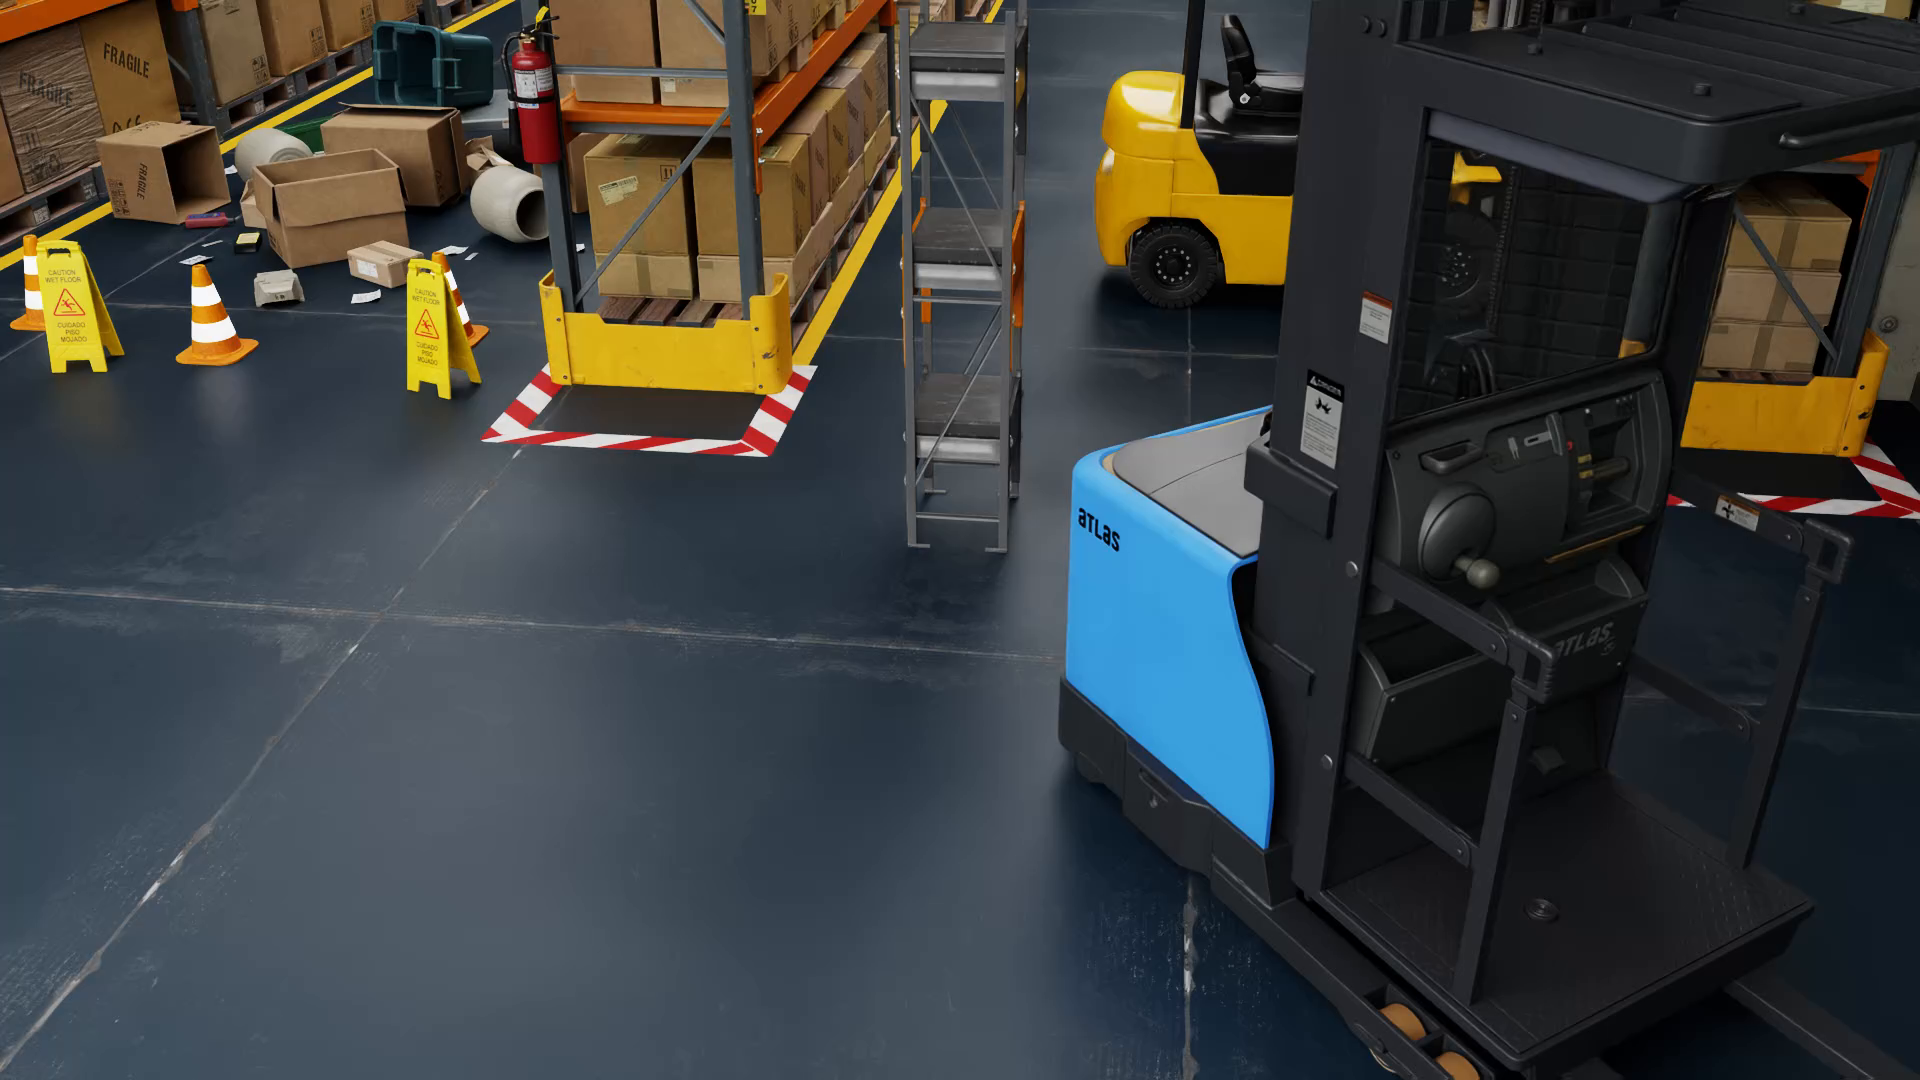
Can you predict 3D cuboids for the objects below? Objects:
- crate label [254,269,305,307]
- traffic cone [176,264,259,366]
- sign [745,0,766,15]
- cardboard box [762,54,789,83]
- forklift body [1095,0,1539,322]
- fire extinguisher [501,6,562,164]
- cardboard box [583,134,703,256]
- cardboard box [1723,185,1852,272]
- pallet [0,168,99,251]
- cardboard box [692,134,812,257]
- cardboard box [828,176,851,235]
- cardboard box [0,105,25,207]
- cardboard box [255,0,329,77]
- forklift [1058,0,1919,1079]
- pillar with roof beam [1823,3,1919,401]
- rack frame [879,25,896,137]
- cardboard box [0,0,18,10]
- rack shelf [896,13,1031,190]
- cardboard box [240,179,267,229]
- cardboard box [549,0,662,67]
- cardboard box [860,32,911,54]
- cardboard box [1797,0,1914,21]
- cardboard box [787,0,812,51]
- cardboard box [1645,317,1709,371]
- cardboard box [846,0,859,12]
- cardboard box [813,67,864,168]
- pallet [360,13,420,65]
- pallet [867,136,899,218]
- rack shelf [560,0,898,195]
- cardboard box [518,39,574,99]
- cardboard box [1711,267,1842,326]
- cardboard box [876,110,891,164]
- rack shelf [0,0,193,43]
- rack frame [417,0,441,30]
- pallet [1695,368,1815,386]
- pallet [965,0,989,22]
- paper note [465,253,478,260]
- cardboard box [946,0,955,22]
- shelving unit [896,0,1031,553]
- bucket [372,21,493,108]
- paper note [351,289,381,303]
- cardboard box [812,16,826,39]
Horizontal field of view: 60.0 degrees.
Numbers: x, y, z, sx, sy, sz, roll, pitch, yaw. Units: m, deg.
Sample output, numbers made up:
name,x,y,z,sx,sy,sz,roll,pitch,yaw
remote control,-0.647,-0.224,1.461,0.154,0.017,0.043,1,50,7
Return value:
name,x,y,z,sx,sy,sz,roll,pitch,yaw
crate label,-3.774,-1.396,9.196,0.250,0.136,0.298,-11,30,-20
traffic cone,-3.808,-1.165,8.425,0.336,0.463,0.334,3,28,6
sign,-0.899,-2.450,7.222,0.100,0.325,0.005,3,28,6
cardboard box,-1.061,-2.378,8.265,0.380,0.149,0.250,2,28,5
forklift body,1.911,-2.439,9.009,2.313,2.155,1.214,3,28,6
fire extinguisher,-1.909,-2.039,7.454,0.296,0.674,0.183,3,28,6
cardboard box,-1.598,-1.797,8.589,0.500,0.500,0.500,4,29,7
cardboard box,3.736,-1.444,7.669,0.500,0.250,0.500,3,28,5
pallet,-6.190,-2.066,10.363,1.003,0.211,1.213,3,28,6
cardboard box,-1.062,-1.780,8.557,0.500,0.500,0.500,2,28,4
cardboard box,-0.940,-1.936,9.637,0.500,0.250,0.500,5,29,10
cardboard box,-6.239,-2.327,9.705,0.875,0.875,0.875,3,28,5
cardboard box,-5.764,-4.169,13.255,1.050,0.750,0.750,3,28,6
forklift,1.498,-0.109,3.863,1.130,2.935,3.031,-16,32,-26
pillar with roof beam,0.196,-4.980,6.507,9.100,9.000,0.400,3,28,6
rack frame,-0.947,-3.983,10.981,1.000,3.000,0.127,3,28,6
cardboard box,-6.099,-3.352,9.652,0.875,0.550,0.500,3,28,6
rack shelf,0.020,-1.607,6.071,0.431,0.518,0.480,3,28,6
cardboard box,-4.255,-2.104,10.375,0.396,0.266,0.258,8,29,15
cardboard box,-1.645,-2.547,7.896,0.500,0.500,0.500,3,28,5
cardboard box,-0.801,-3.597,12.592,0.950,0.372,0.625,5,29,9
cardboard box,3.788,-2.288,7.045,0.380,0.149,0.250,3,28,5
cardboard box,-1.044,-2.726,8.229,0.500,0.500,0.500,4,29,8
cardboard box,3.233,-1.028,7.951,0.500,0.250,0.500,4,29,7
cardboard box,-0.806,-3.225,9.839,0.380,0.149,0.250,3,28,5
cardboard box,-0.876,-2.514,9.919,0.500,0.500,0.500,5,29,9
pallet,-5.554,-4.512,14.902,1.003,0.211,1.213,3,28,6
pallet,-0.995,-2.437,11.052,1.003,0.211,1.213,3,28,6
rack shelf,-1.193,-2.725,9.404,1.077,0.370,4.000,3,28,6
cardboard box,-2.718,-3.306,11.560,0.500,0.500,0.500,3,28,6
cardboard box,3.753,-1.217,7.776,0.500,0.250,0.500,4,29,7
cardboard box,-0.753,-2.664,10.988,0.500,0.250,0.500,5,29,9
rack shelf,-6.118,-2.965,9.850,1.077,0.370,4.000,3,28,6
rack frame,-5.382,-6.106,14.922,1.000,3.000,0.127,3,28,6
pallet,3.541,-0.949,8.288,1.003,0.211,1.213,3,28,6
pallet,-0.286,-5.005,15.818,1.003,0.211,1.213,3,28,6
paper note,-2.897,-1.682,9.862,0.032,0.001,0.123,3,28,6
cardboard box,-0.537,-4.629,14.507,0.950,0.372,0.625,1,28,3
shelving unit,0.020,-1.002,6.397,0.431,2.100,0.503,3,28,6
bucket,-3.601,-3.253,11.475,0.726,0.611,0.620,14,21,24
paper note,-3.297,-1.354,9.231,0.148,0.019,0.142,-6,29,-11
cardboard box,-0.951,-2.868,9.176,0.380,0.149,0.250,3,28,5
